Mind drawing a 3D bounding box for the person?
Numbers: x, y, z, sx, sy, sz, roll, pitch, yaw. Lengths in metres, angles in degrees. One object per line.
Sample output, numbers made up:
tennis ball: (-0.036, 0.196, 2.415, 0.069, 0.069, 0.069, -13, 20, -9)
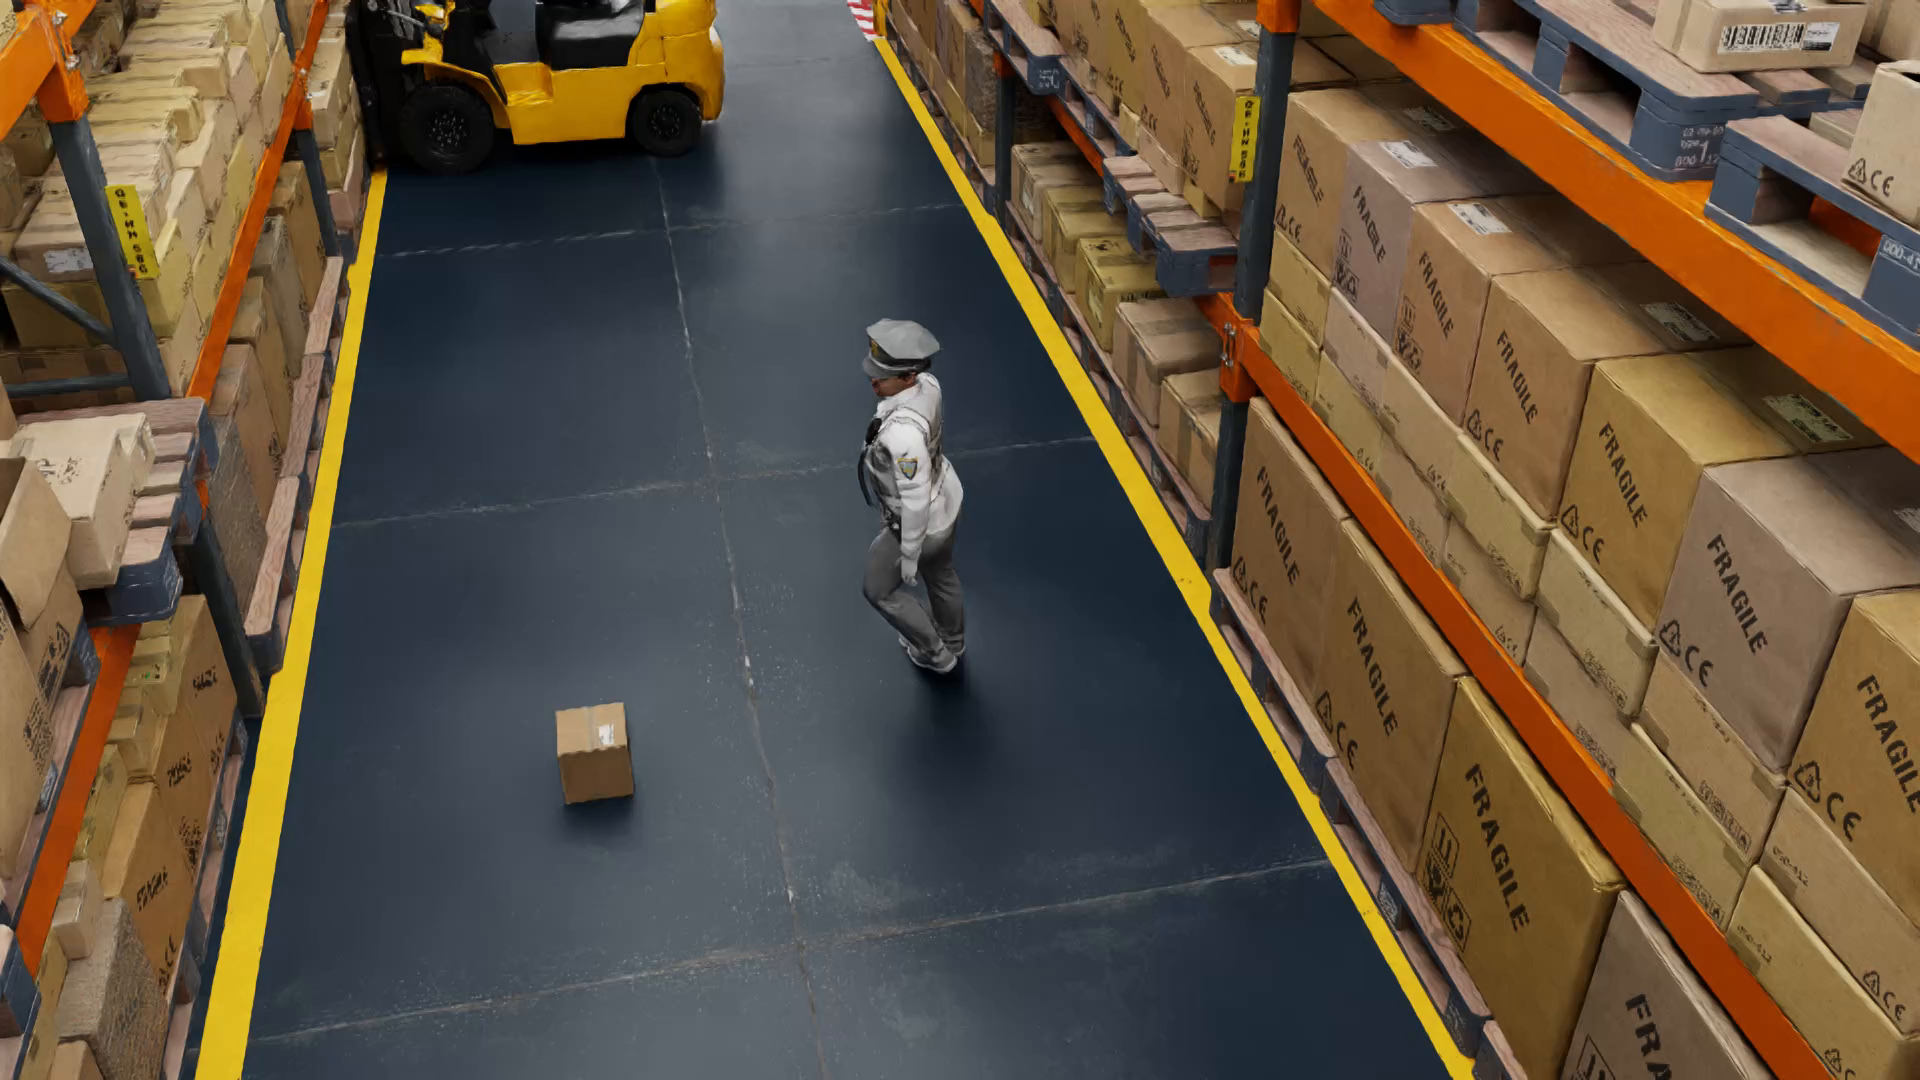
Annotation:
person: (-0.182, -0.099, 6.284, 0.390, 1.639, 0.605, 8, 35, 11)
